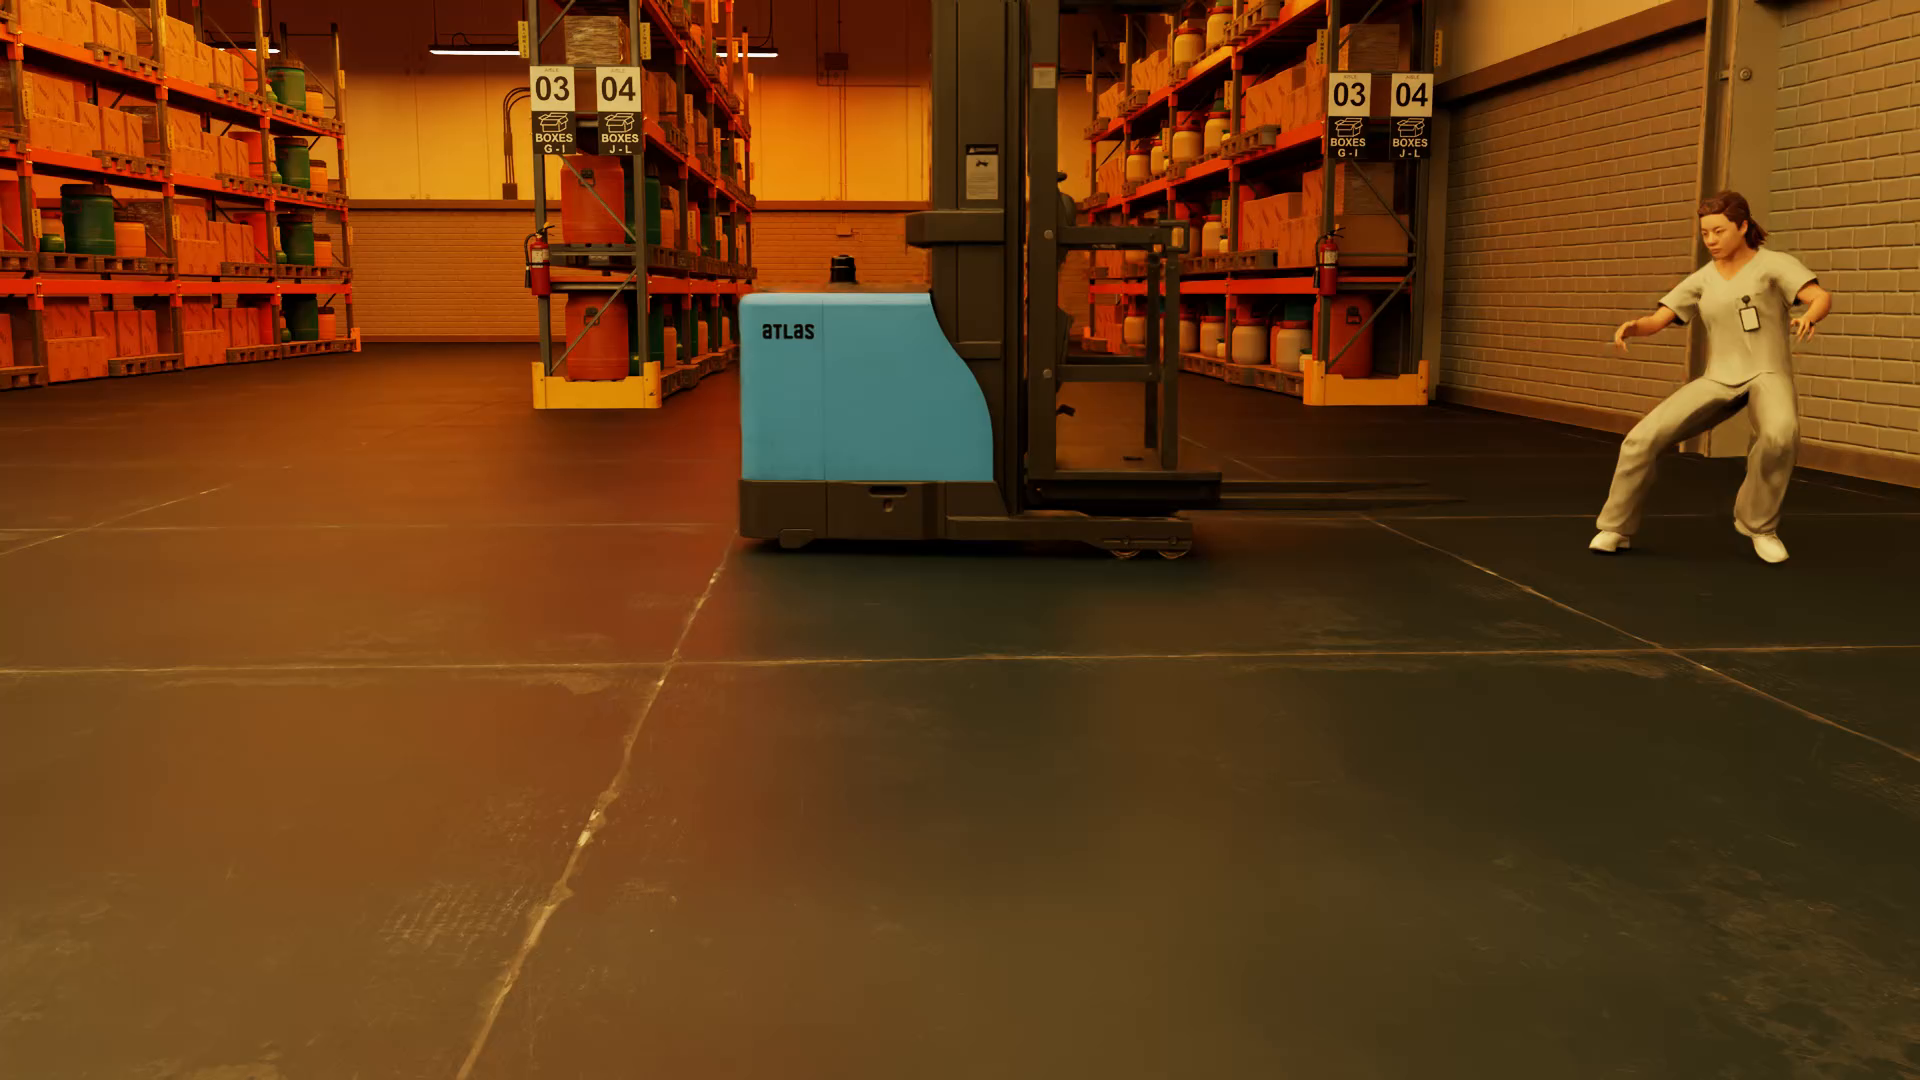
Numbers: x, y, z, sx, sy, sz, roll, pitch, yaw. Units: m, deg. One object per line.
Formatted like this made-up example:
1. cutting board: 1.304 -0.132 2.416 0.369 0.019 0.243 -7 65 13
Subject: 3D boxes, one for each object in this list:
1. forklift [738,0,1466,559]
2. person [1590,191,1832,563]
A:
1. forklift: 0.607 -1.453 7.119 3.031 2.935 1.130 0 8 2
2. person: 3.015 -0.652 6.655 0.703 1.479 0.872 -7 11 -39
